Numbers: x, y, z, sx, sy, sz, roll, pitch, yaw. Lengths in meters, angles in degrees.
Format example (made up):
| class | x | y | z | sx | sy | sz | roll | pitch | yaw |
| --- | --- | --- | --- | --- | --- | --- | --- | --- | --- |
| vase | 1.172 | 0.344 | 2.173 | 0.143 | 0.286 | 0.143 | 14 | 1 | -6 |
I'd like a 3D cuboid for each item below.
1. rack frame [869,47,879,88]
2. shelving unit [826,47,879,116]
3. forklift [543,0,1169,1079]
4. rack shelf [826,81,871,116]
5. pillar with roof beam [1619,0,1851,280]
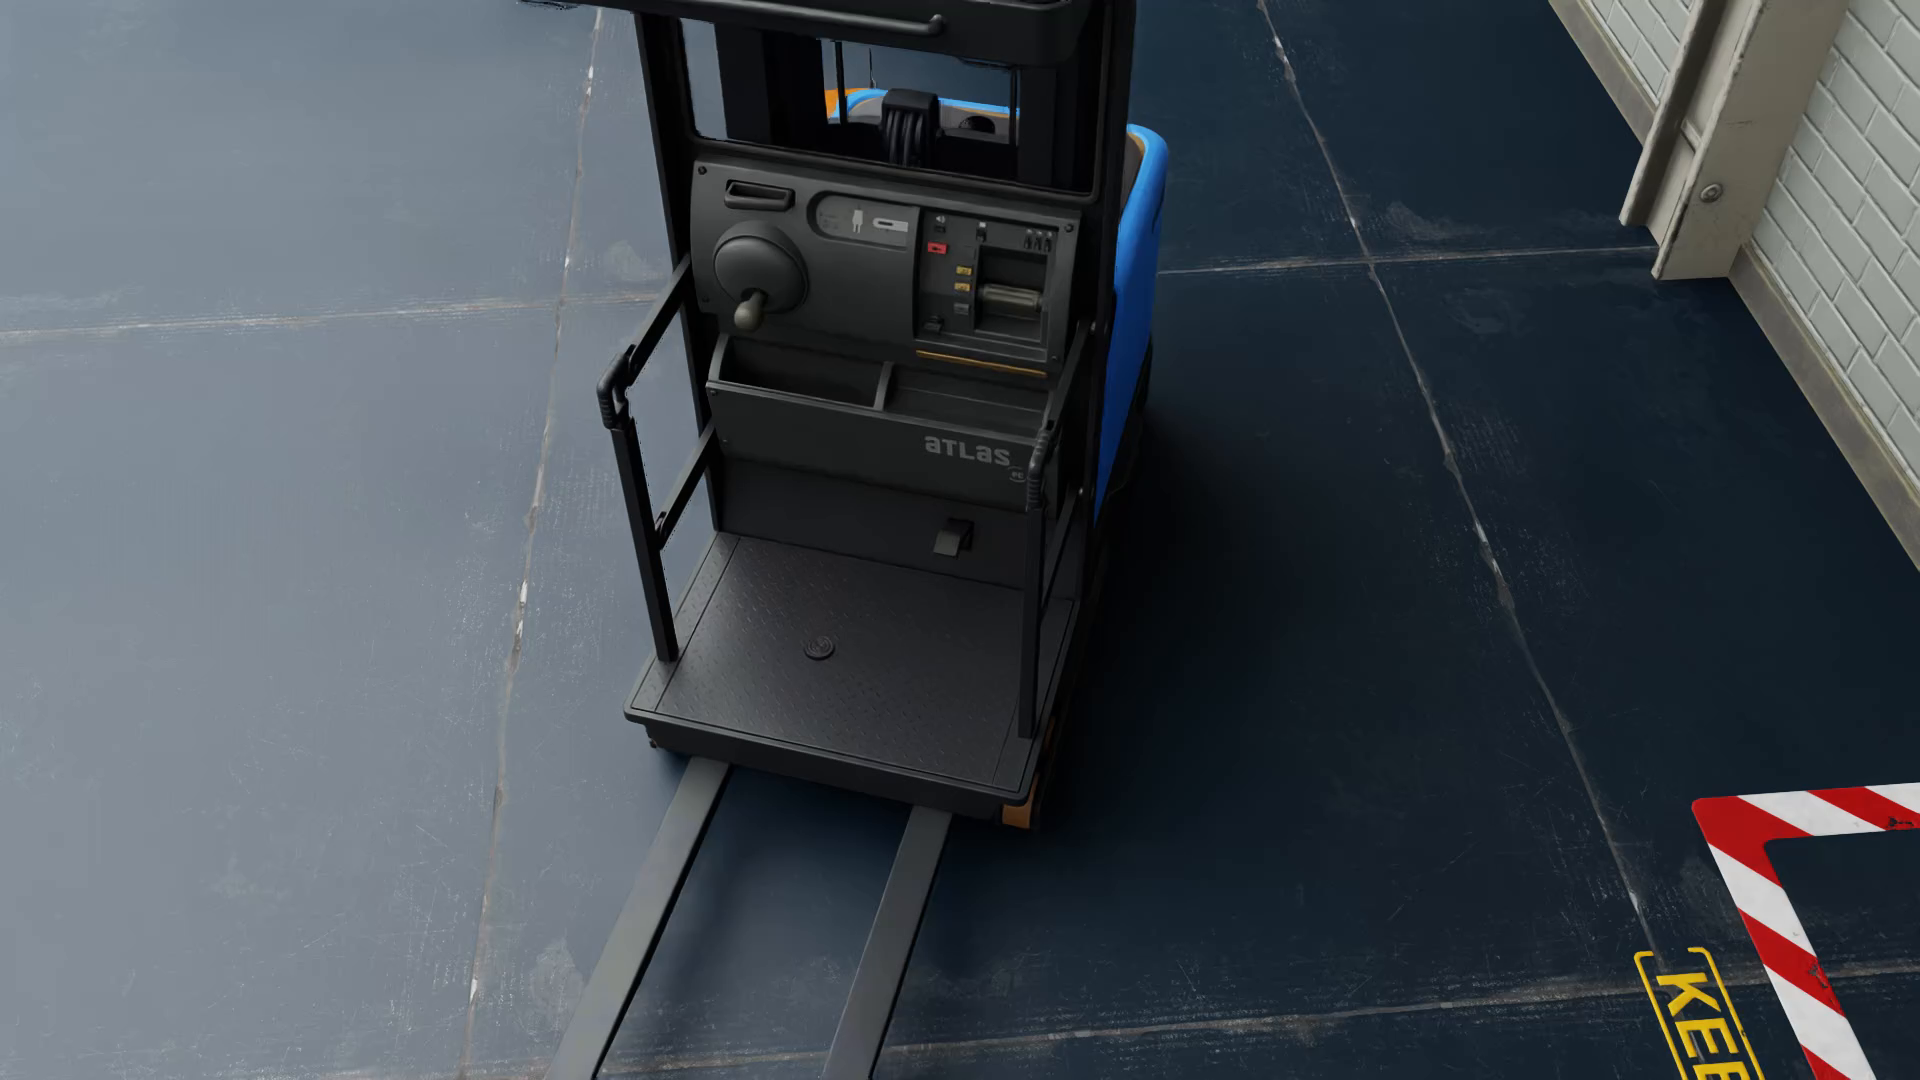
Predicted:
| class | x | y | z | sx | sy | sz | roll | pitch | yaw |
| --- | --- | --- | --- | --- | --- | --- | --- | --- | --- |
| rack frame | -0.270 | -1.133 | 5.600 | 0.008 | 1.050 | 0.200 | -6 | 47 | -6 |
| shelving unit | -0.391 | -1.121 | 5.588 | 0.252 | 1.050 | 0.215 | -6 | 47 | -6 |
| forklift | -0.239 | -0.548 | 3.750 | 1.130 | 2.935 | 3.031 | 11 | 48 | 10 |
| rack shelf | -0.391 | -1.308 | 5.390 | 0.240 | 0.259 | 0.215 | -6 | 47 | -6 |
| pillar with roof beam | -1.573 | -3.948 | 2.792 | 9.100 | 9.000 | 0.400 | -3 | 47 | -3 |
